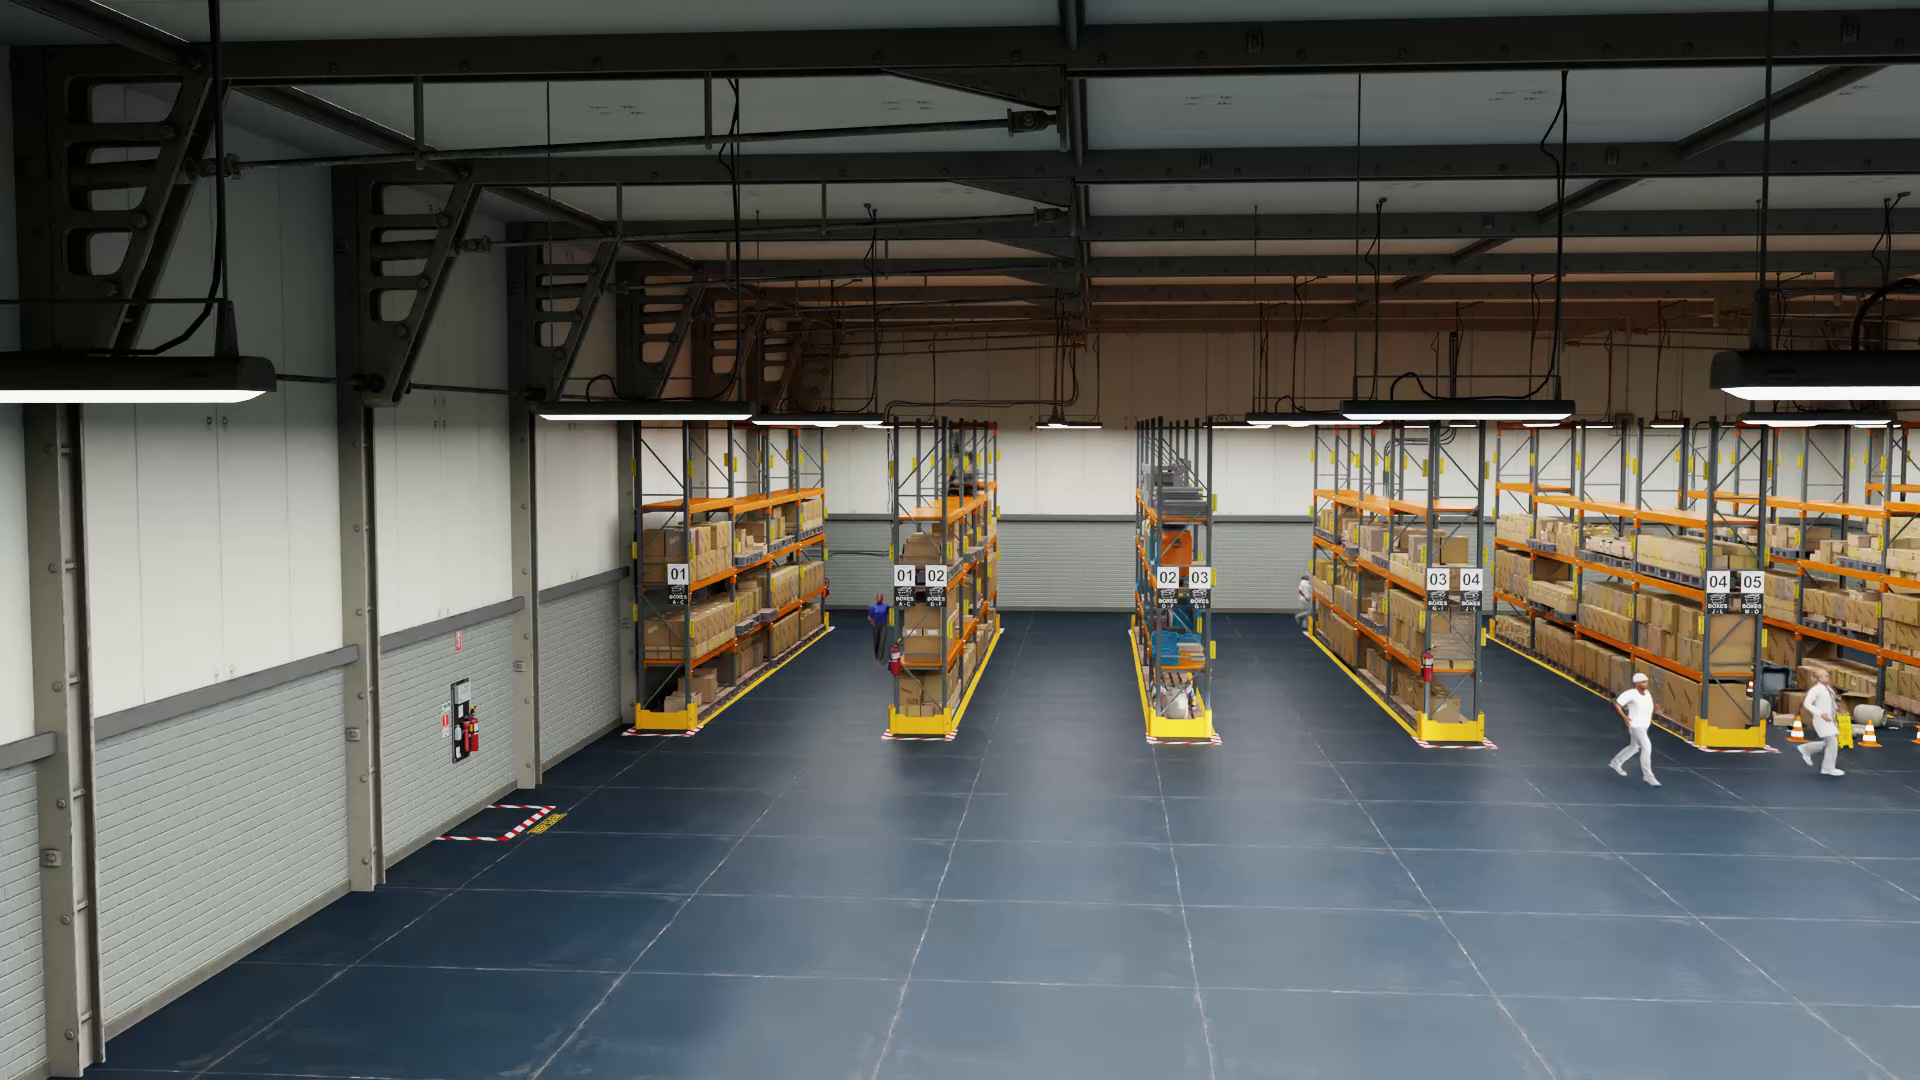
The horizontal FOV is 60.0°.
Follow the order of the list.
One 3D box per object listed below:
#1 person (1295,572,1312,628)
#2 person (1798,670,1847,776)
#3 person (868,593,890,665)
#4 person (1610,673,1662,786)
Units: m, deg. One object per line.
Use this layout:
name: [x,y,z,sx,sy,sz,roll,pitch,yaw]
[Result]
person: [10.039,1.736,48.470,0.524,1.657,0.582,1,4,21]
person: [14.415,3.037,27.816,0.715,1.733,0.797,-3,5,-39]
person: [-1.878,2.075,39.072,0.579,1.650,0.685,-1,4,-9]
person: [11.085,3.060,27.187,0.675,1.798,0.902,-3,5,-42]
